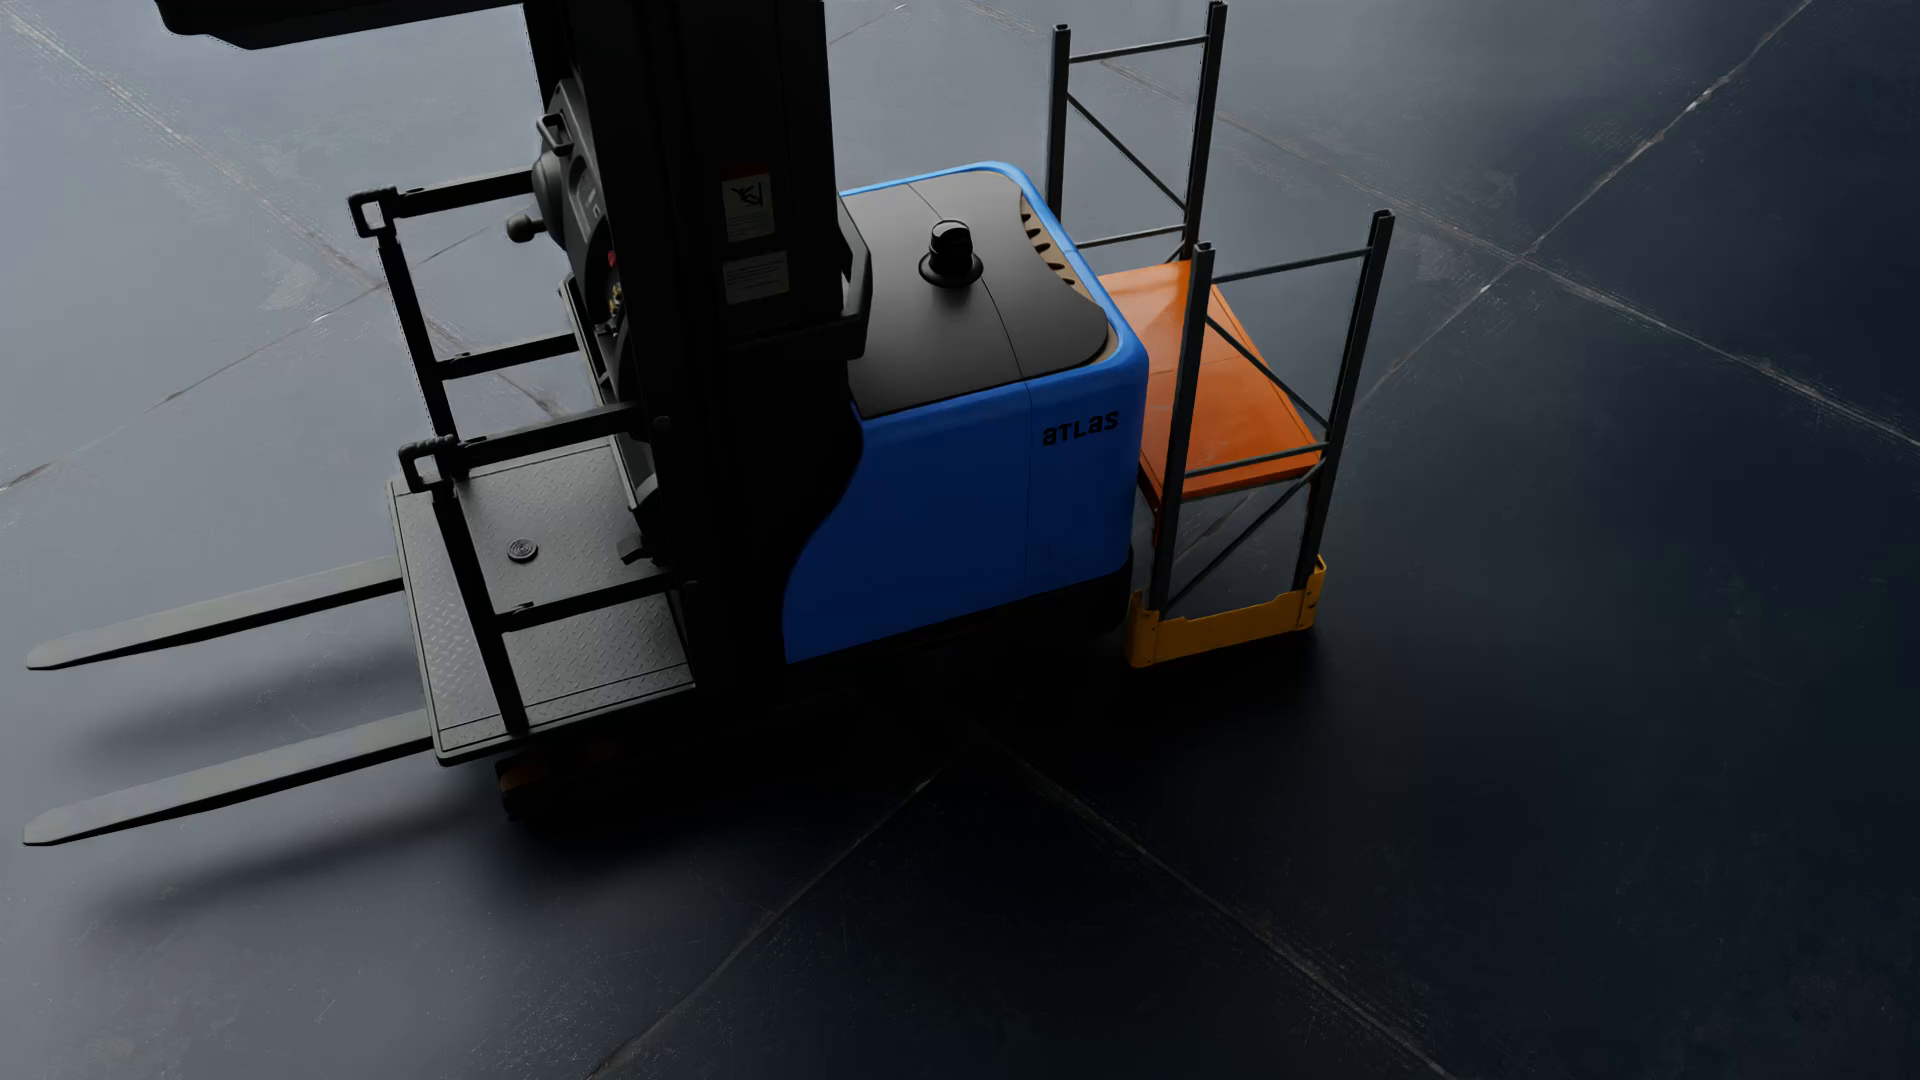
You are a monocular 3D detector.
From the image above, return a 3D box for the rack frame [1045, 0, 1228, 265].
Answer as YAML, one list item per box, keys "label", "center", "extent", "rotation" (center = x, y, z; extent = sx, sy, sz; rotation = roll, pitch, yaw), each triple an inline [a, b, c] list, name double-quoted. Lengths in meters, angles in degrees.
- label: "rack frame"
  center: [0.494, -0.920, 5.085]
  extent: [0.500, 1.500, 0.032]
  rotation: [-12, 48, -11]

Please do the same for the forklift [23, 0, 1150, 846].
- label: "forklift"
  center: [-1.071, -0.687, 3.884]
  extent: [3.031, 2.935, 1.130]
  rotation: [-15, 49, -14]

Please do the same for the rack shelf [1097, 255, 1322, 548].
- label: "rack shelf"
  center: [0.638, -0.441, 4.882]
  extent: [0.538, 0.185, 1.000]
  rotation: [-12, 48, -11]

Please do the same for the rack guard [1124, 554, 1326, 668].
- label: "rack guard"
  center: [0.776, 0.205, 4.886]
  extent: [0.587, 0.250, 0.087]
  rotation: [-12, 48, -11]

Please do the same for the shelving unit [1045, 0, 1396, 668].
- label: "shelving unit"
  center: [0.635, -0.571, 4.757]
  extent: [0.587, 1.500, 1.083]
  rotation: [-12, 48, -11]

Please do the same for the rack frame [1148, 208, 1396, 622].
- label: "rack frame"
  center: [0.782, -0.209, 4.417]
  extent: [0.500, 1.500, 0.032]
  rotation: [-12, 48, -11]
